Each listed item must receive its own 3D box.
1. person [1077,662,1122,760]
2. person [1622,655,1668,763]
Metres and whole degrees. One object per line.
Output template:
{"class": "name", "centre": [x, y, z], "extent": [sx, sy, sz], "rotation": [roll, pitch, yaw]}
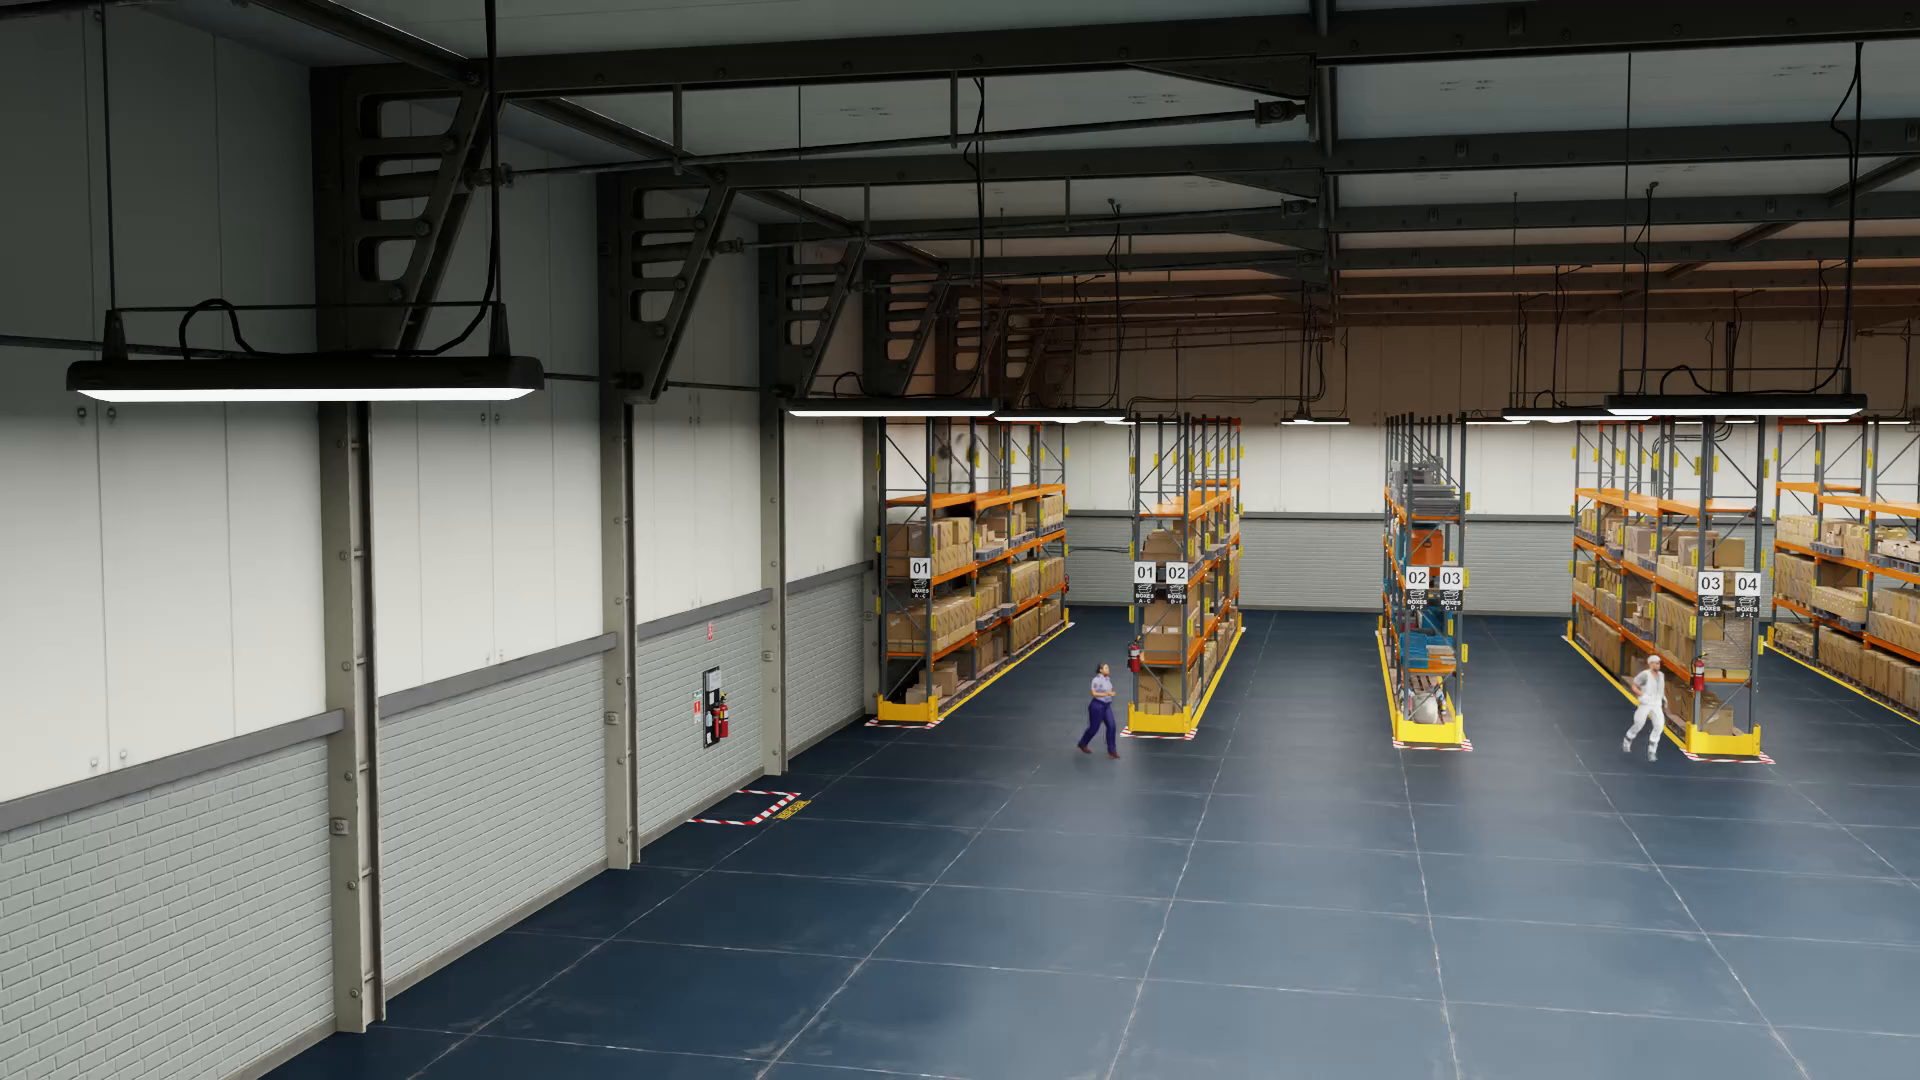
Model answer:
{"class": "person", "centre": [2.393, 2.966, 28.824], "extent": [0.826, 1.682, 0.566], "rotation": [3, 5, 35]}
{"class": "person", "centre": [11.956, 2.895, 28.798], "extent": [0.725, 1.800, 0.803], "rotation": [-1, 4, -8]}
